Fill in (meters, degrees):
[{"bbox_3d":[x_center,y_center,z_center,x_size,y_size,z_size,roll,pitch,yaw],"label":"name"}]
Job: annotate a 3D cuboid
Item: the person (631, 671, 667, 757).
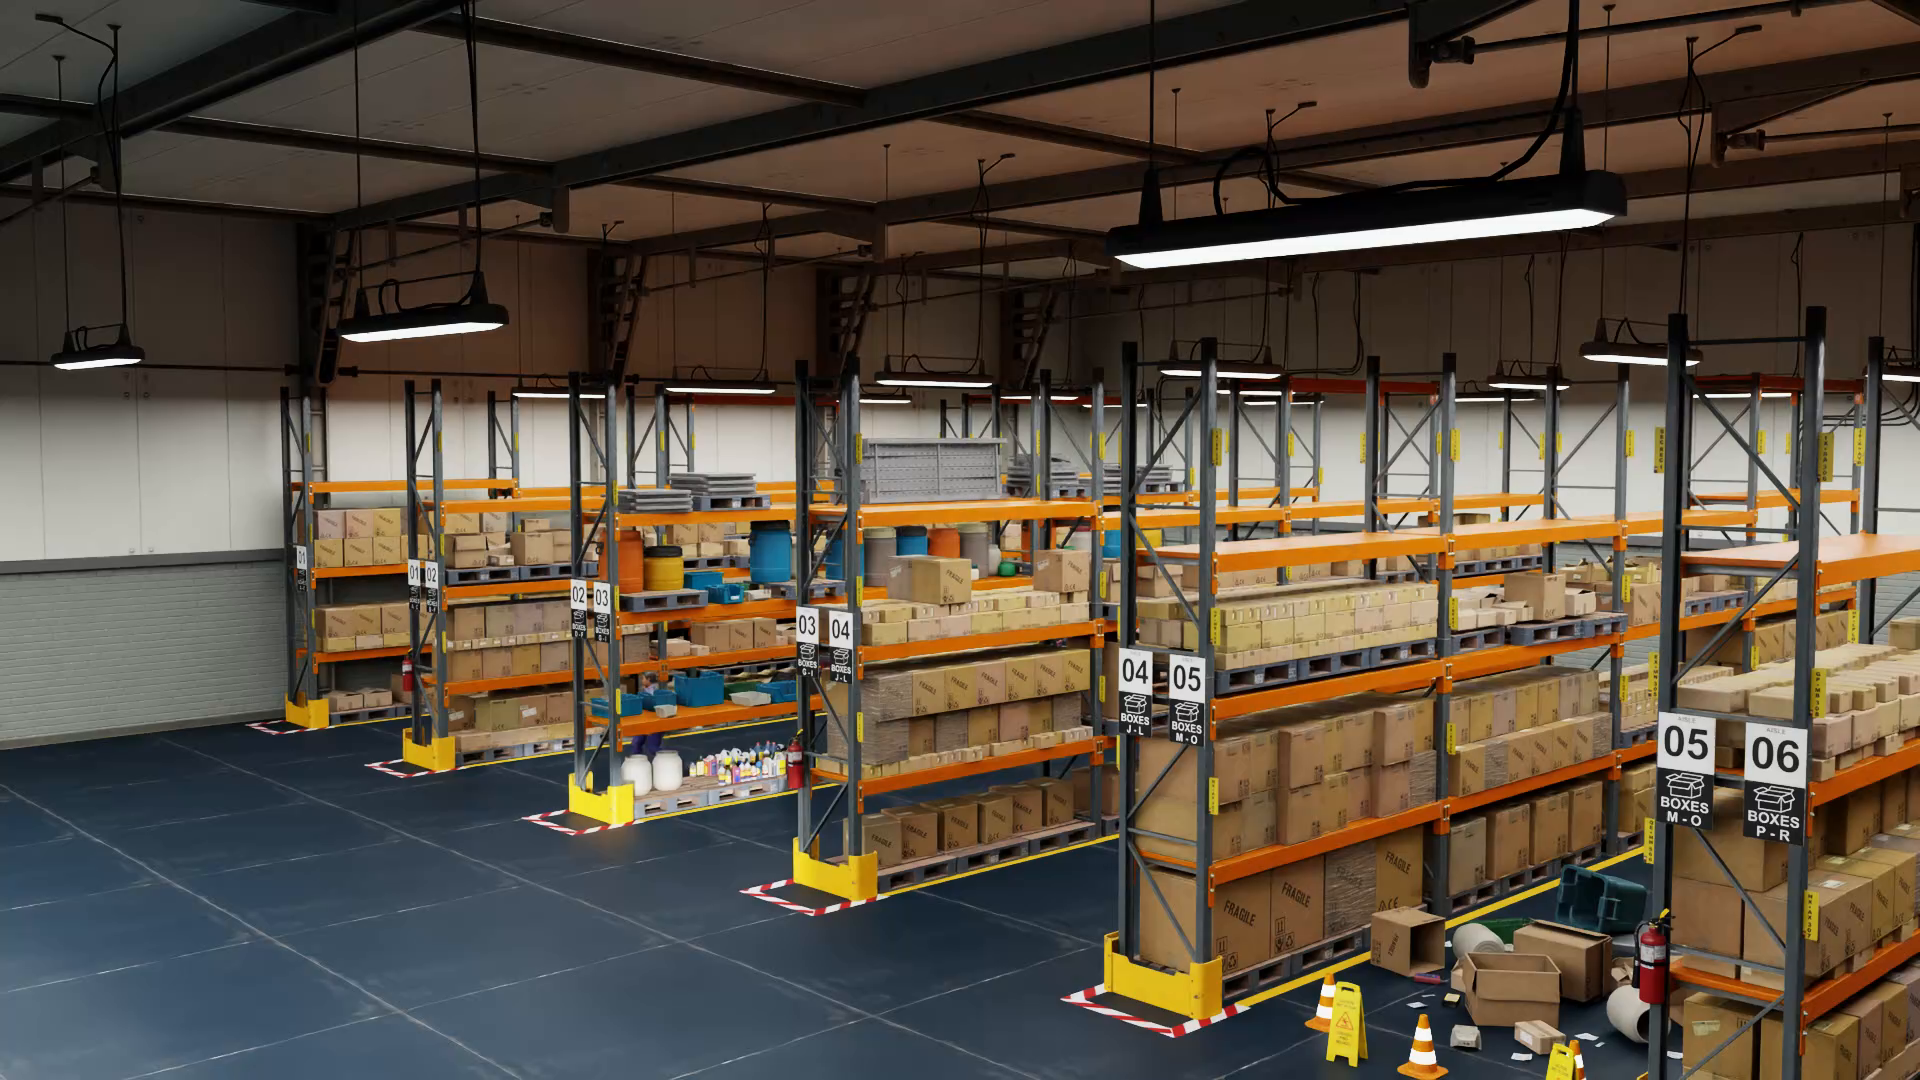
[{"bbox_3d":[-4.653,2.768,24.955,0.808,1.593,0.500,-2,4,-28],"label":"person"}]
